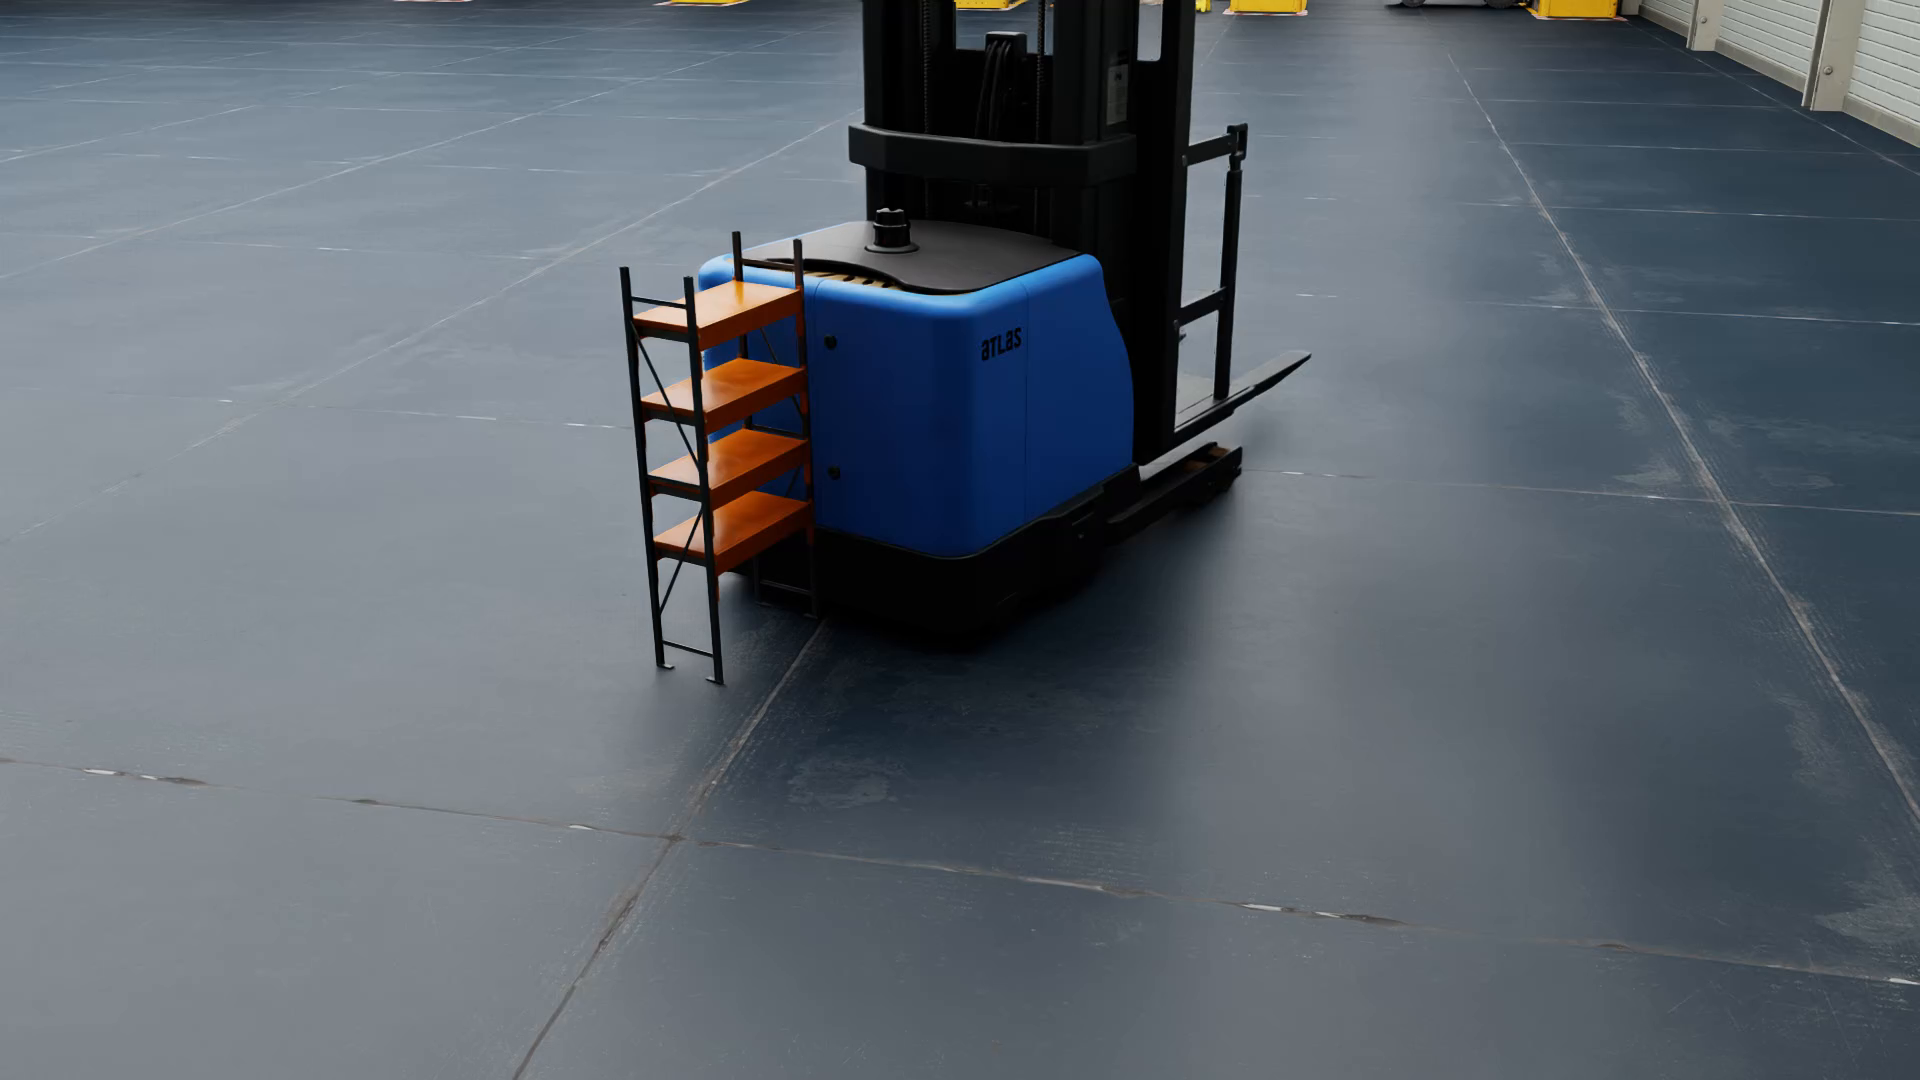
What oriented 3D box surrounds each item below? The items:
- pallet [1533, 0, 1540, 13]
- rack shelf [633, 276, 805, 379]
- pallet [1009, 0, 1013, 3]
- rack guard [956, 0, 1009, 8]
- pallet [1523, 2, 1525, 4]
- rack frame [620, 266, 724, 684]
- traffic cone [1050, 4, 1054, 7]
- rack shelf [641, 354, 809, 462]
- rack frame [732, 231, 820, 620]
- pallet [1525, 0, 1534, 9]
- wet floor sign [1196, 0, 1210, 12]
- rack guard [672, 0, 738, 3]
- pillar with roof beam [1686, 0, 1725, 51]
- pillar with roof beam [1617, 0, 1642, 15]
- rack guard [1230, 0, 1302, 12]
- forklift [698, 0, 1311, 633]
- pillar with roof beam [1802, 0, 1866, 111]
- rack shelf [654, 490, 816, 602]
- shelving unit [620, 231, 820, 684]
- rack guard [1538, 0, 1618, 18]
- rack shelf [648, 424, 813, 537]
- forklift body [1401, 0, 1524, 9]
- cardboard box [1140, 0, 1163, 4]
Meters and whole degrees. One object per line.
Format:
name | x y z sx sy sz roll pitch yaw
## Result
pallet | 10.091 -8.861 27.574 1.003 0.211 1.213 4 22 11
rack shelf | -0.680 -0.604 4.681 0.258 0.148 0.480 12 26 28
pallet | 0.336 -9.594 29.394 1.003 0.211 1.213 4 22 11
rack guard | 0.245 -9.421 28.577 1.175 0.500 0.348 4 22 11
pallet | 10.589 -9.754 29.789 1.003 0.211 1.213 4 22 11
rack frame | -0.799 -0.159 4.642 0.240 1.200 0.015 12 26 28
traffic cone | 1.748 -9.499 28.819 0.336 0.463 0.334 4 22 11
rack shelf | -0.677 -0.387 4.774 0.258 0.148 0.480 12 26 28
rack frame | -0.551 -0.326 5.028 0.240 1.200 0.015 12 26 28
pallet | 10.342 -9.306 28.678 1.003 0.211 1.213 4 22 11
wet floor sign | 4.030 -9.169 27.756 0.267 0.644 0.232 13 25 29
rack guard | -4.570 -9.873 29.698 1.175 0.500 0.348 4 22 11
pillar with roof beam | 5.562 -10.975 21.058 9.100 9.000 0.400 4 22 11
pillar with roof beam | 6.786 -13.169 26.506 9.100 9.000 0.400 4 22 11
rack guard | 5.132 -9.117 27.822 1.175 0.500 0.348 4 22 11
forklift | 0.417 -1.578 5.848 1.130 2.935 3.031 14 26 31
pillar with roof beam | 4.338 -8.780 15.609 9.100 9.000 0.400 4 22 11
rack shelf | -0.672 0.002 4.939 0.258 0.148 0.480 12 26 28
shelving unit | -0.675 -0.243 4.835 0.258 1.200 0.503 12 26 28
rack guard | 9.971 -8.704 26.796 1.175 0.500 0.348 4 22 11
rack shelf | -0.675 -0.181 4.861 0.258 0.148 0.480 12 26 28
forklift body | 8.577 -10.311 28.576 2.313 2.155 1.214 4 22 11
cardboard box | 3.406 -9.560 29.391 0.380 0.149 0.250 18 28 38
